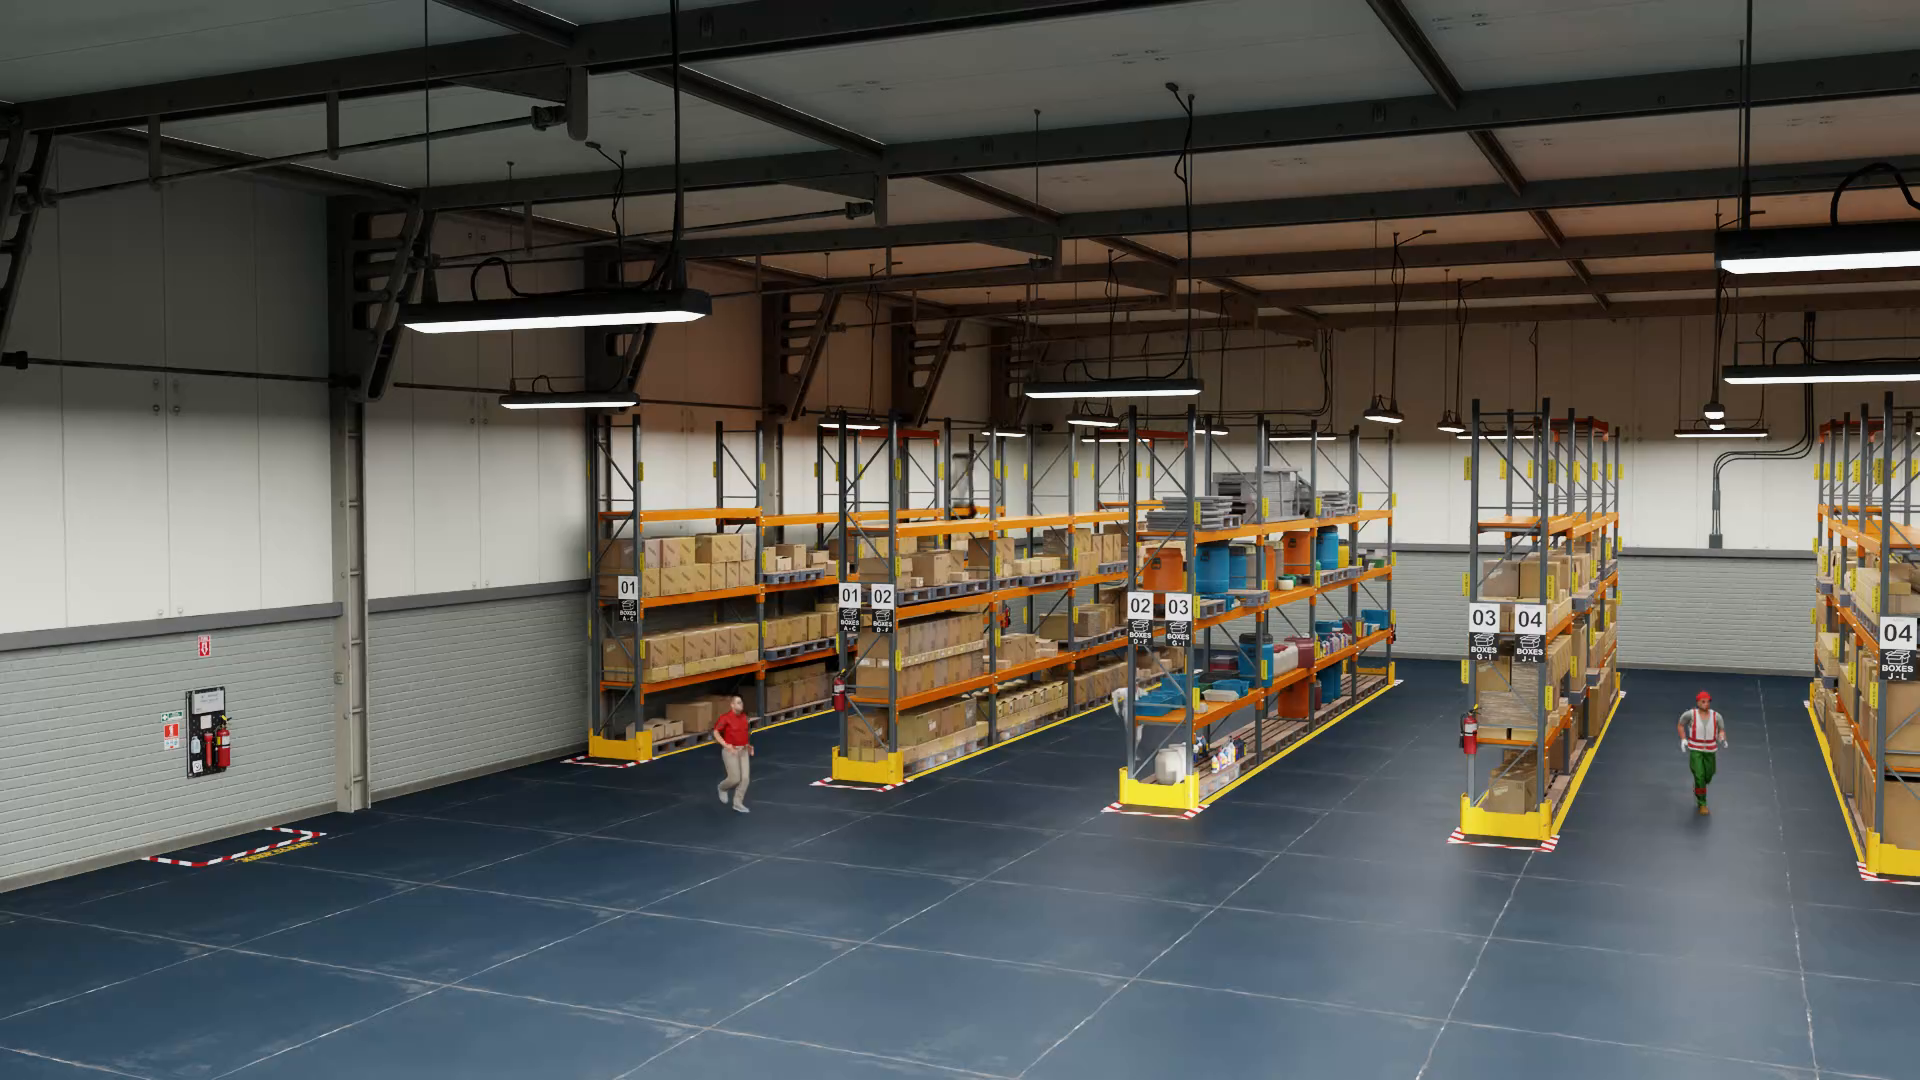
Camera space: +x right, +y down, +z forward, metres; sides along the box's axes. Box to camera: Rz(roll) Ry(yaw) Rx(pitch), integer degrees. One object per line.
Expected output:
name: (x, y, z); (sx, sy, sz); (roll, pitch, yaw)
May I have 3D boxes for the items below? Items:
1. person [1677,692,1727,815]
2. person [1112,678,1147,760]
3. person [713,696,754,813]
person: (10.963, 3.116, 24.622); (0.632, 1.778, 0.896); (0, 2, 11)
person: (2.945, 3.084, 28.722); (0.641, 1.491, 0.748); (0, 2, 4)
person: (-3.344, 3.156, 24.560); (0.596, 1.703, 0.658); (2, 3, 43)
